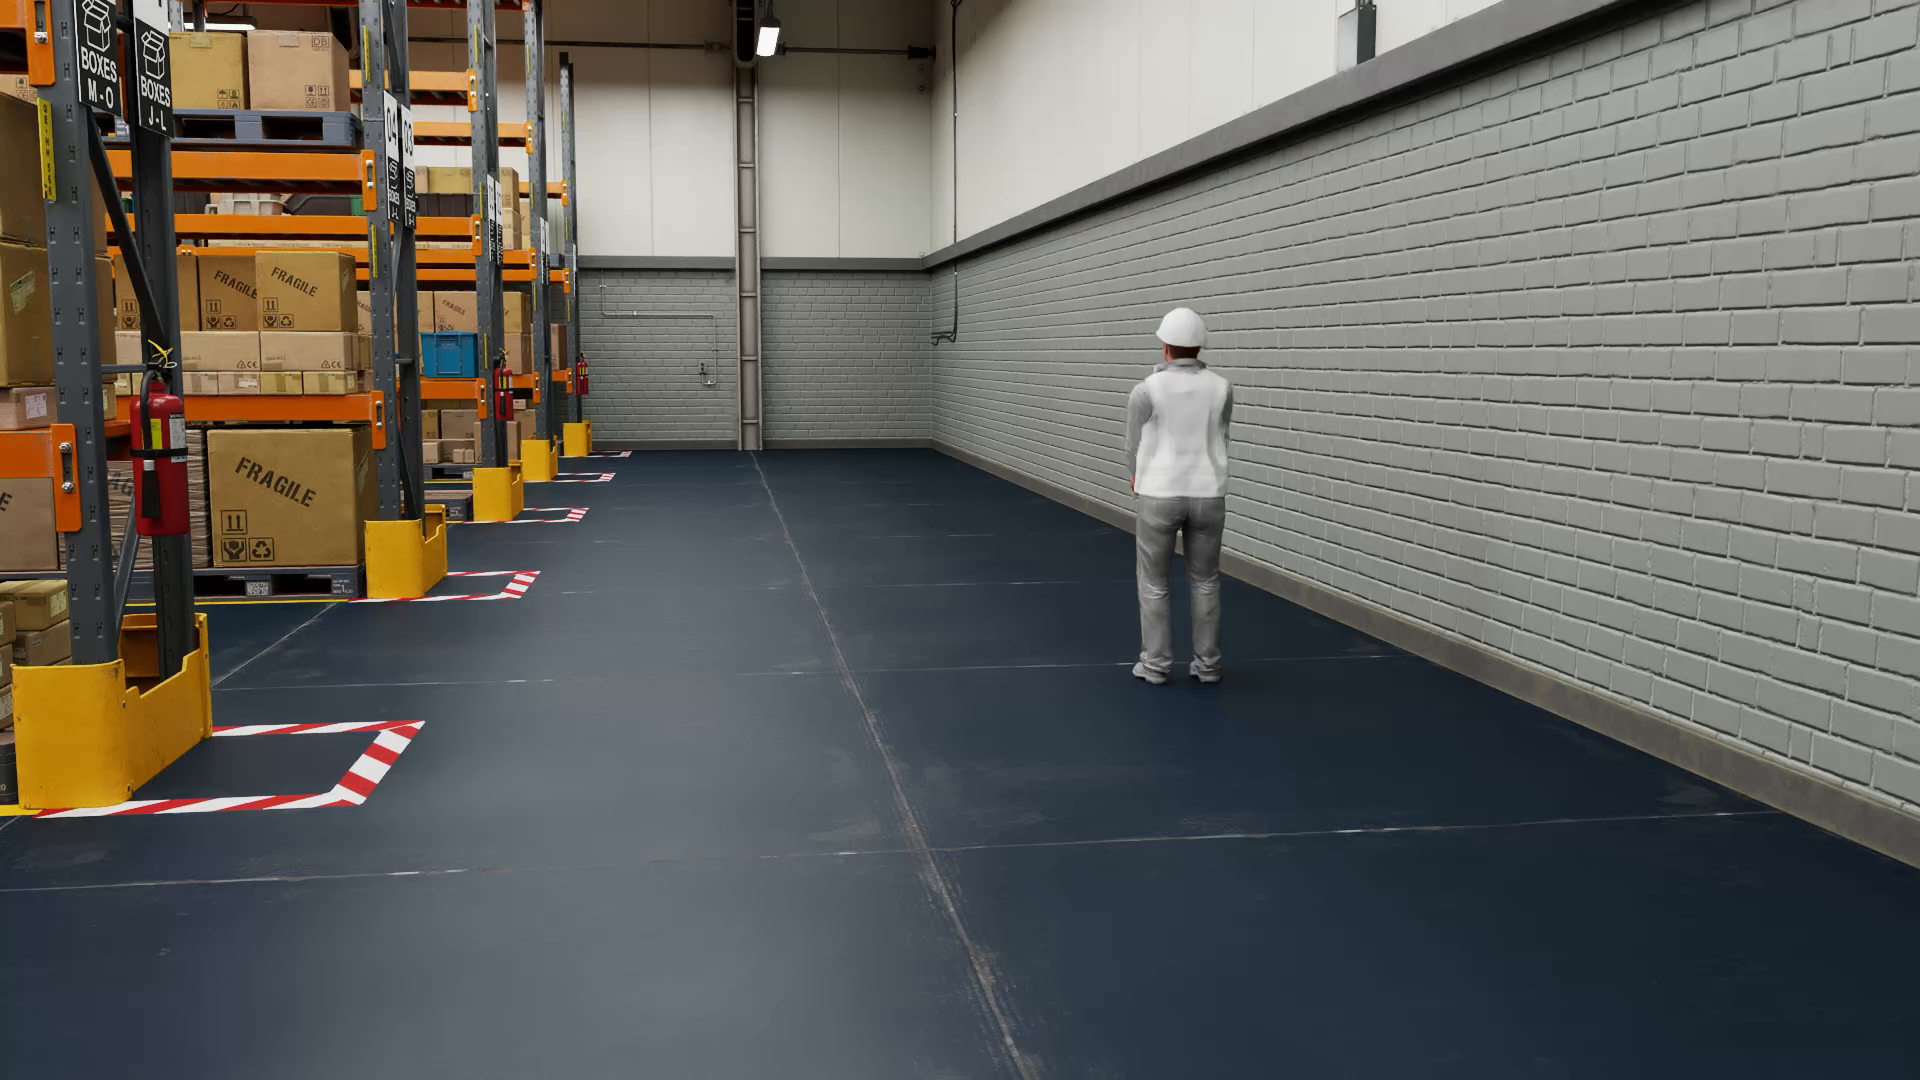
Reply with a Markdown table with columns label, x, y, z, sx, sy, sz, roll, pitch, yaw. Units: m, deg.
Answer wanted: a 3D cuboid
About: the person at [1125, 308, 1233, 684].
| label | x | y | z | sx | sy | sz | roll | pitch | yaw |
| --- | --- | --- | --- | --- | --- | --- | --- | --- | --- |
| person | 1.030 | -0.216 | 7.996 | 0.514 | 1.775 | 0.542 | -1 | 7 | -9 |
